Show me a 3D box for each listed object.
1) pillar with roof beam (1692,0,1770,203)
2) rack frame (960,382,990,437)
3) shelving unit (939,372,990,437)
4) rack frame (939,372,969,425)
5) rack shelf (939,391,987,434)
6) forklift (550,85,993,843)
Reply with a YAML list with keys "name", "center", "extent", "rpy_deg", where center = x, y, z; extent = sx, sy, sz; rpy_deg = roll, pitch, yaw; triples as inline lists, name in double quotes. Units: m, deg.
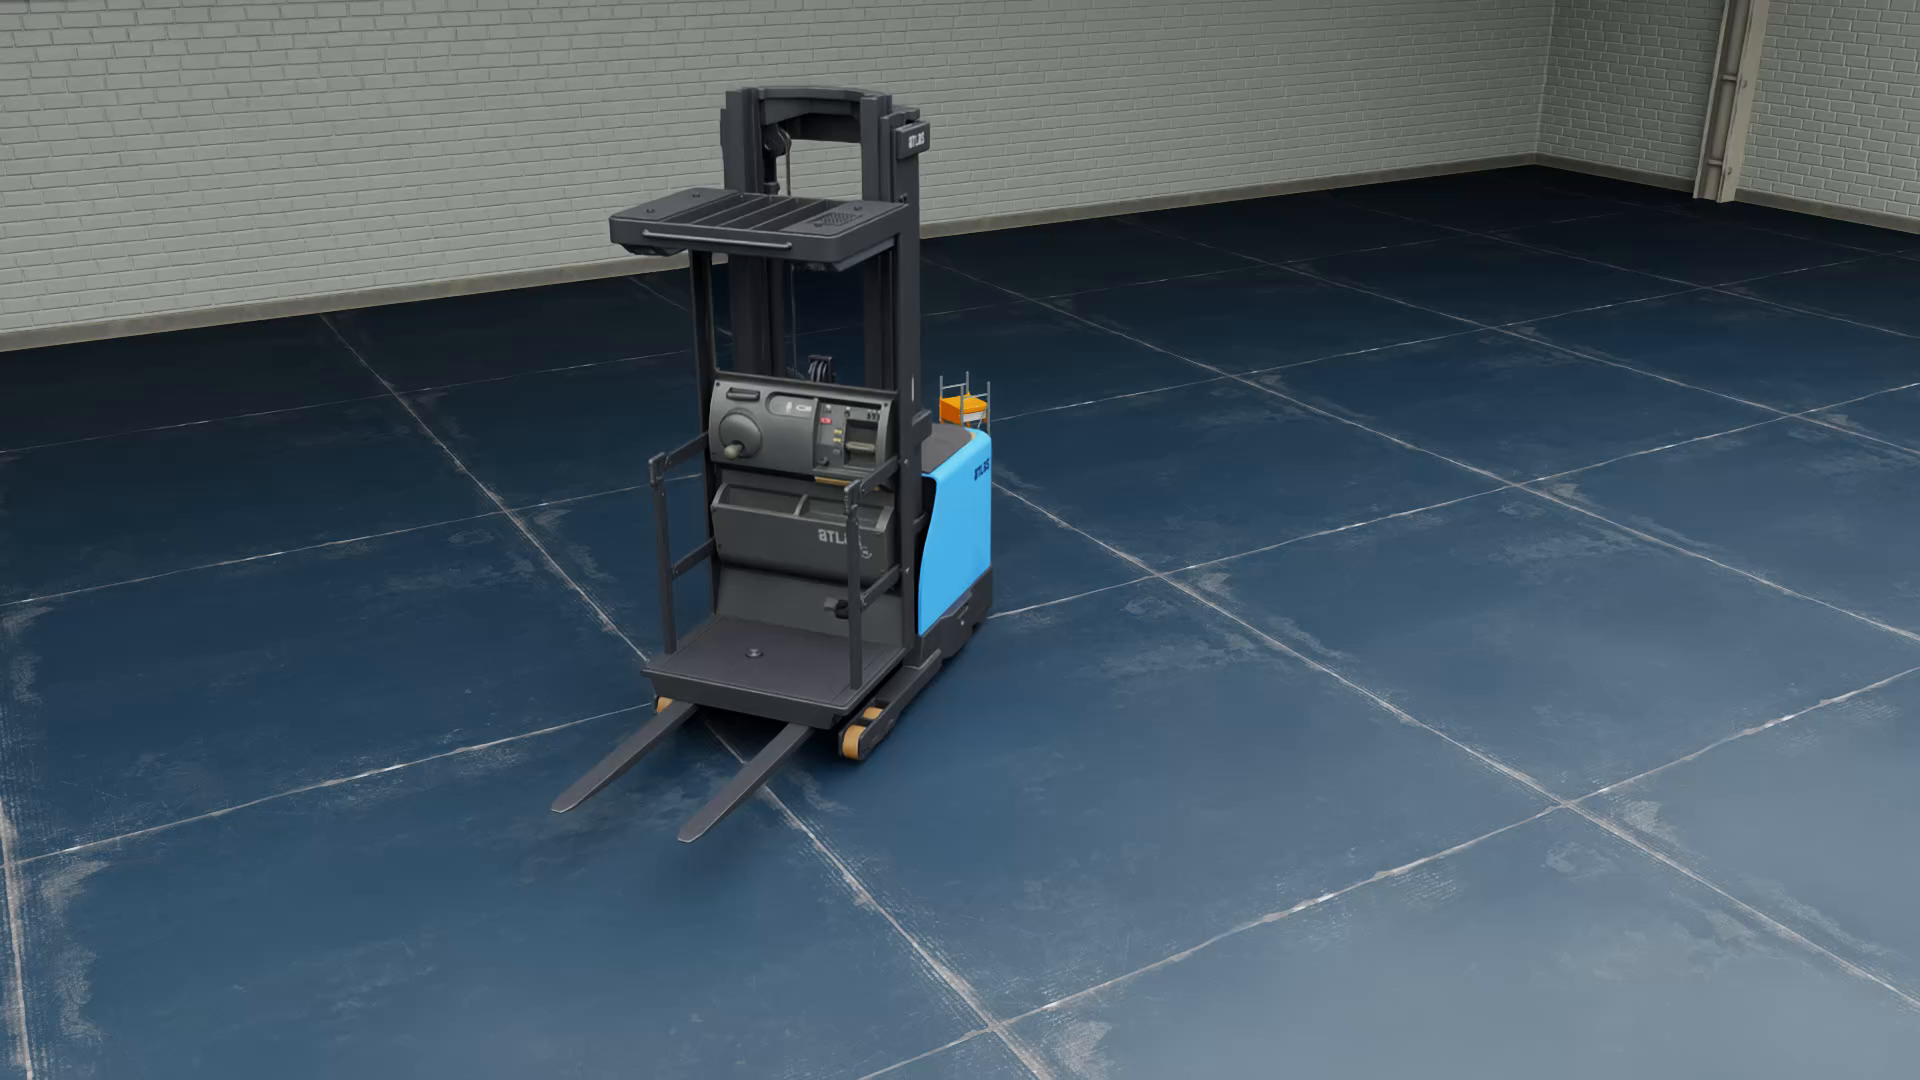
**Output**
- name: "pillar with roof beam"
  center: [5.735, -7.611, 17.085]
  extent: [9.100, 9.000, 0.400]
  rpy_deg: [-13, 25, -28]
- name: "rack frame"
  center: [0.090, -0.430, 9.974]
  extent: [0.200, 1.050, 0.008]
  rpy_deg: [-13, 25, -28]
- name: "shelving unit"
  center: [0.027, -0.469, 10.071]
  extent: [0.215, 1.050, 0.252]
  rpy_deg: [-13, 25, -28]
- name: "rack frame"
  center: [-0.035, -0.509, 10.168]
  extent: [0.200, 1.050, 0.008]
  rpy_deg: [-13, 25, -28]
- name: "rack shelf"
  center: [0.027, -0.722, 9.968]
  extent: [0.215, 0.259, 0.240]
  rpy_deg: [-13, 25, -28]
- name: "forklift"
  center: [-0.838, -0.505, 7.662]
  extent: [1.130, 2.935, 3.031]
  rpy_deg: [9, 24, 20]
